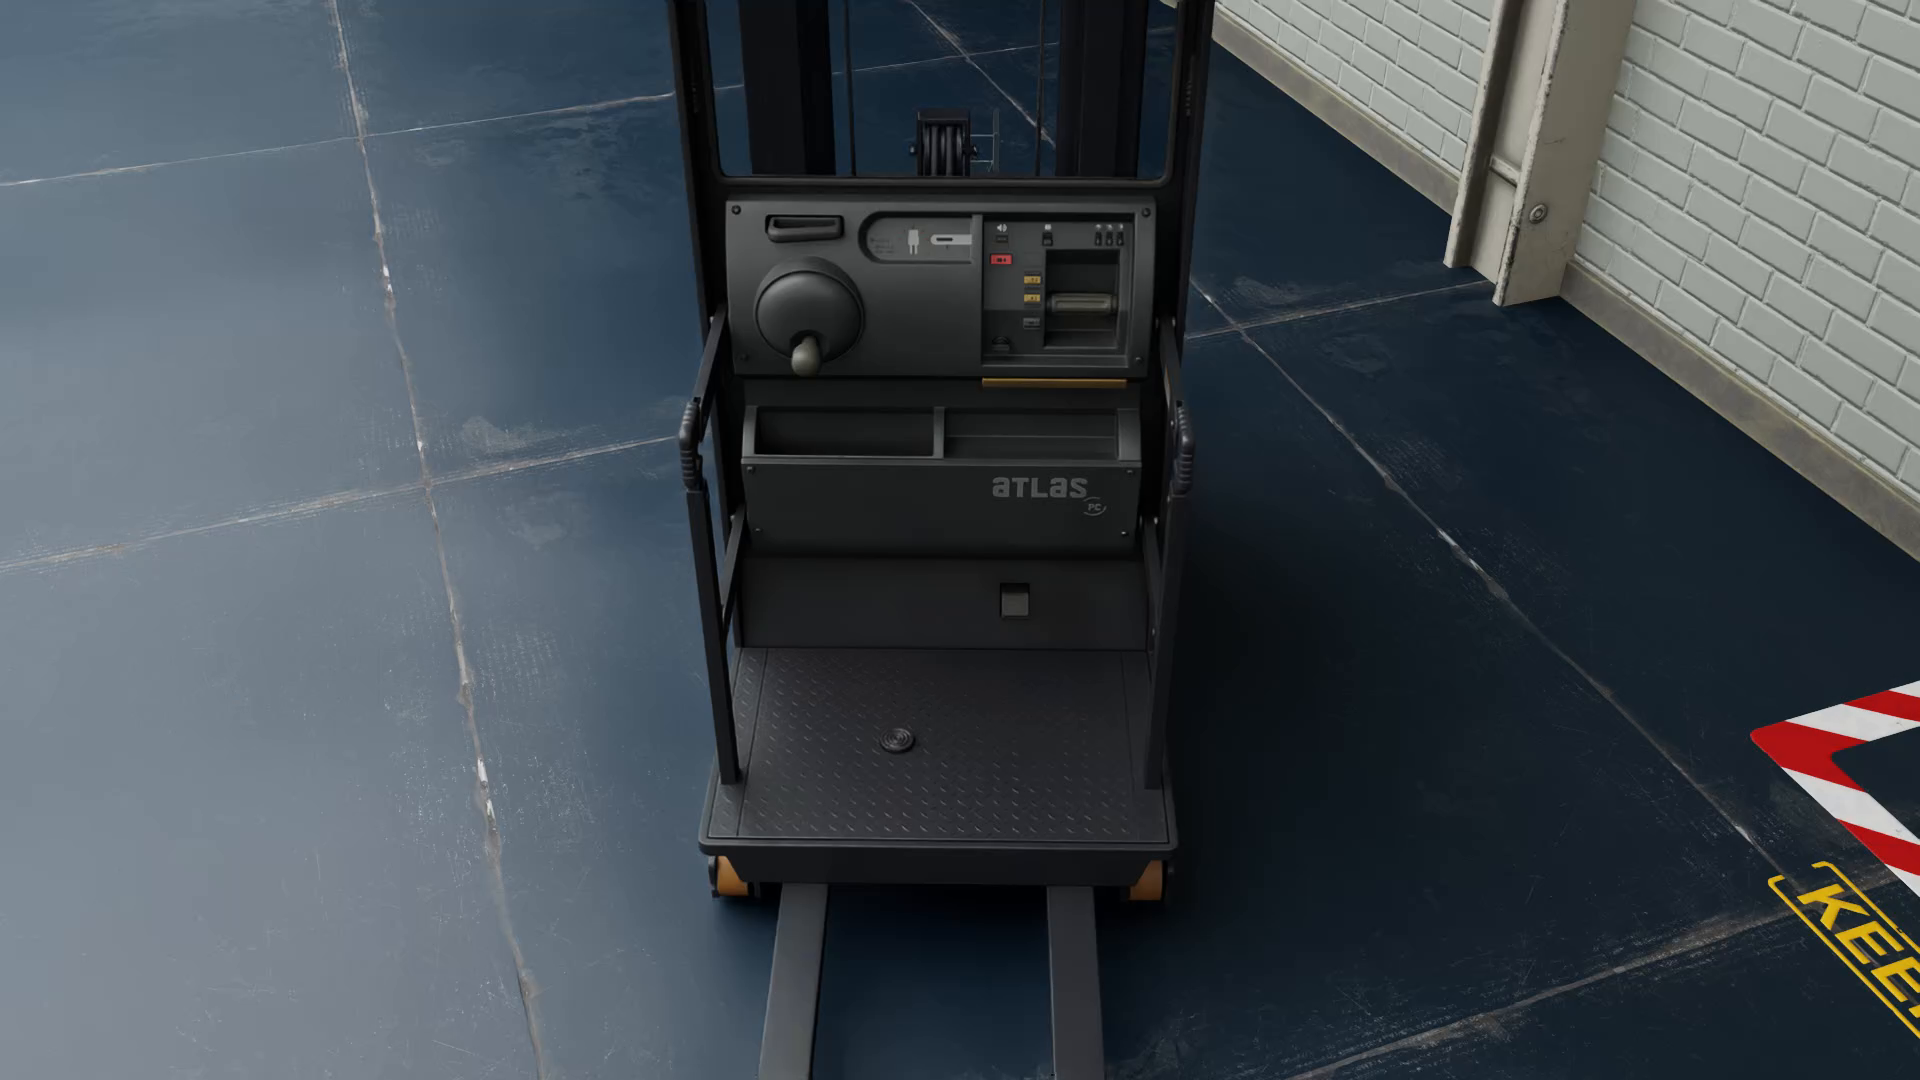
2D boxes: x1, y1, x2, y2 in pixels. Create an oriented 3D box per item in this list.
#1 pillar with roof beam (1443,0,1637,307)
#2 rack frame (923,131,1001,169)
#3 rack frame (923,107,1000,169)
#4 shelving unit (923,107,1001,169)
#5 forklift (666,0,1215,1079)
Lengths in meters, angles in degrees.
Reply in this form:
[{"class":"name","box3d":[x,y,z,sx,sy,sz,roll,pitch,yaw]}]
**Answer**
[{"class":"pillar with roof beam","box3d":[-1.871,-3.751,2.751,9.100,9.000,0.400,-12,39,-16]},{"class":"rack frame","box3d":[-0.002,-0.706,5.190,0.240,1.200,0.006,1,37,1]},{"class":"rack frame","box3d":[0.001,-0.816,5.336,0.240,1.200,0.006,1,37,1]},{"class":"shelving unit","box3d":[0.000,-0.761,5.263,0.258,1.200,0.189,1,37,1]},{"class":"forklift","box3d":[-0.043,-0.481,3.452,1.130,2.935,3.031,1,37,1]}]
